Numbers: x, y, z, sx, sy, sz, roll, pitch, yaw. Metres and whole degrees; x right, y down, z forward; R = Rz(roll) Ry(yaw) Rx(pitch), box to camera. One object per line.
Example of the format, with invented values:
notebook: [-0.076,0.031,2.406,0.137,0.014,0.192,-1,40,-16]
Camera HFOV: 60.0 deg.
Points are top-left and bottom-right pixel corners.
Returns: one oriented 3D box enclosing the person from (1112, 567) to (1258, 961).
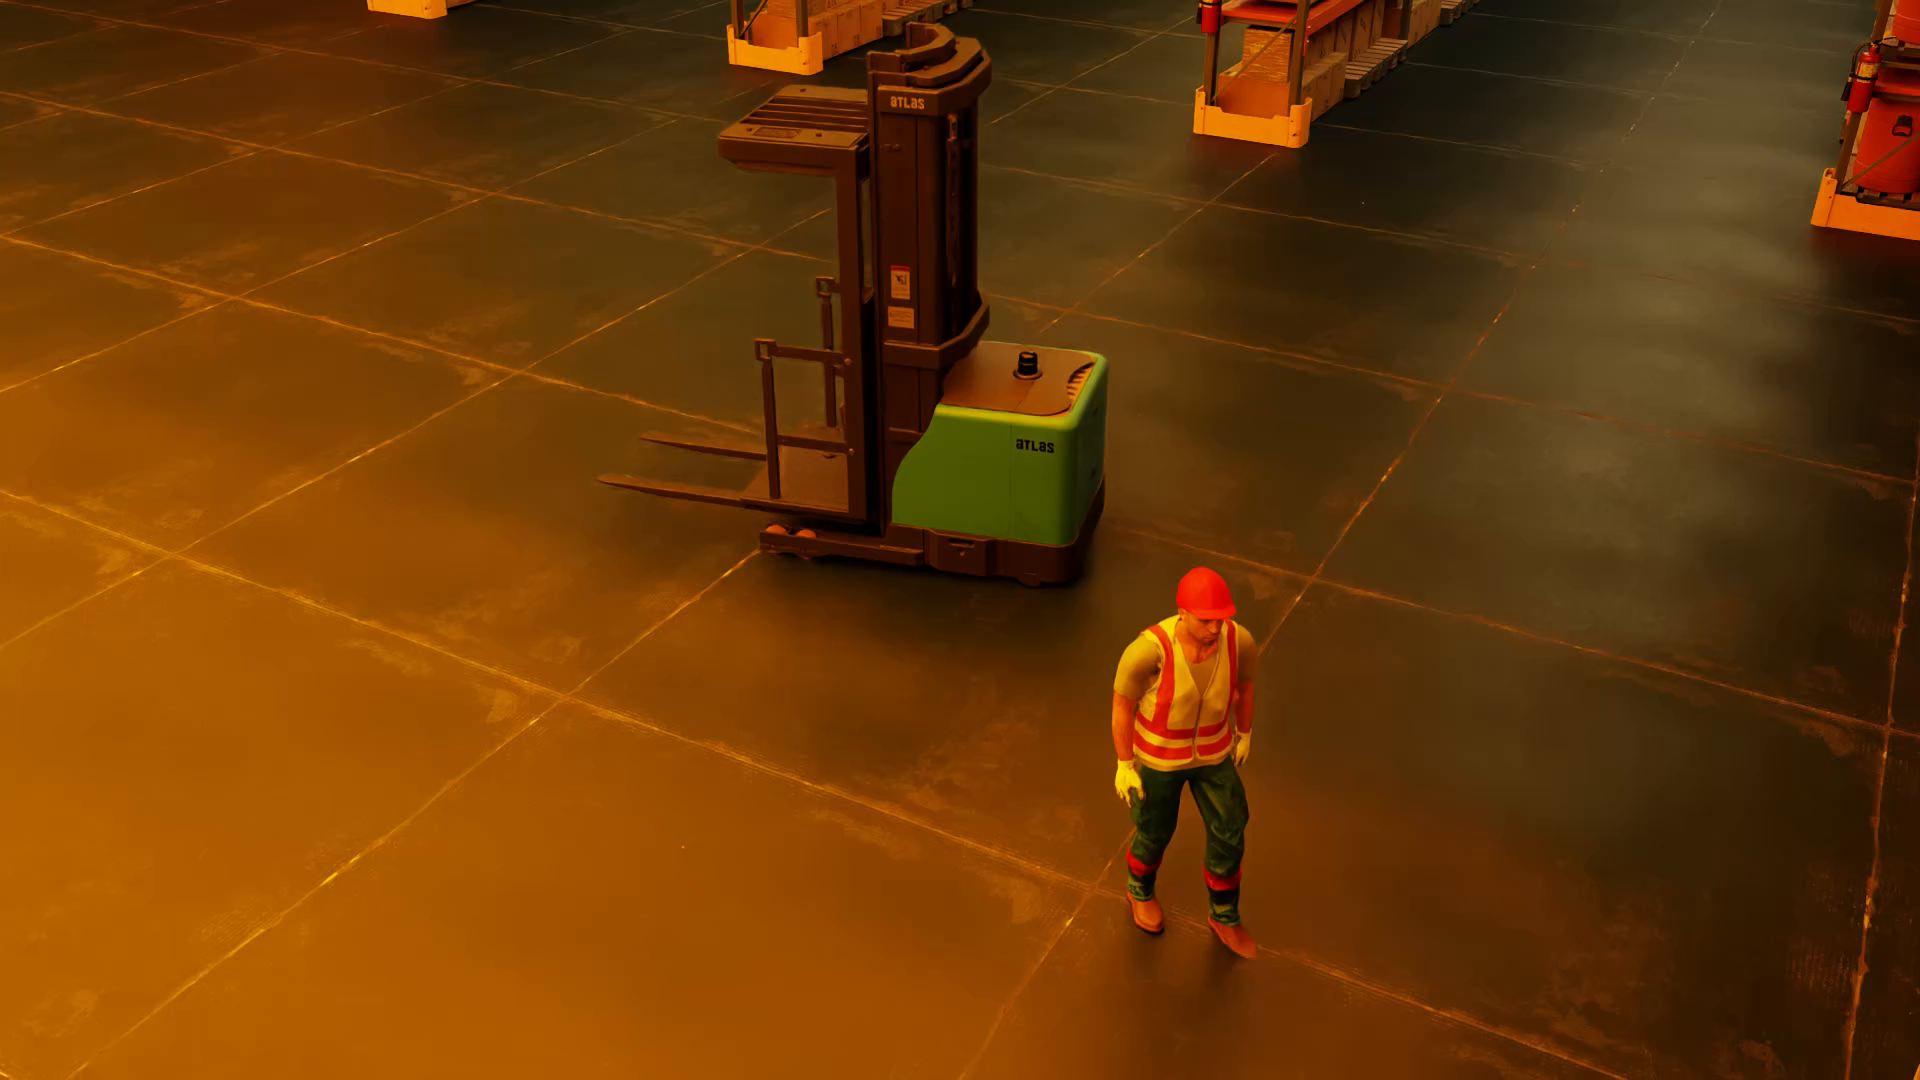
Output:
person: [0.920,0.909,6.694,0.624,1.806,0.535,-7,31,-12]

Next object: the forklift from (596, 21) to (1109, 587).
forklift: [-0.688,-1.405,9.505,3.031,2.935,1.130,8,31,13]
